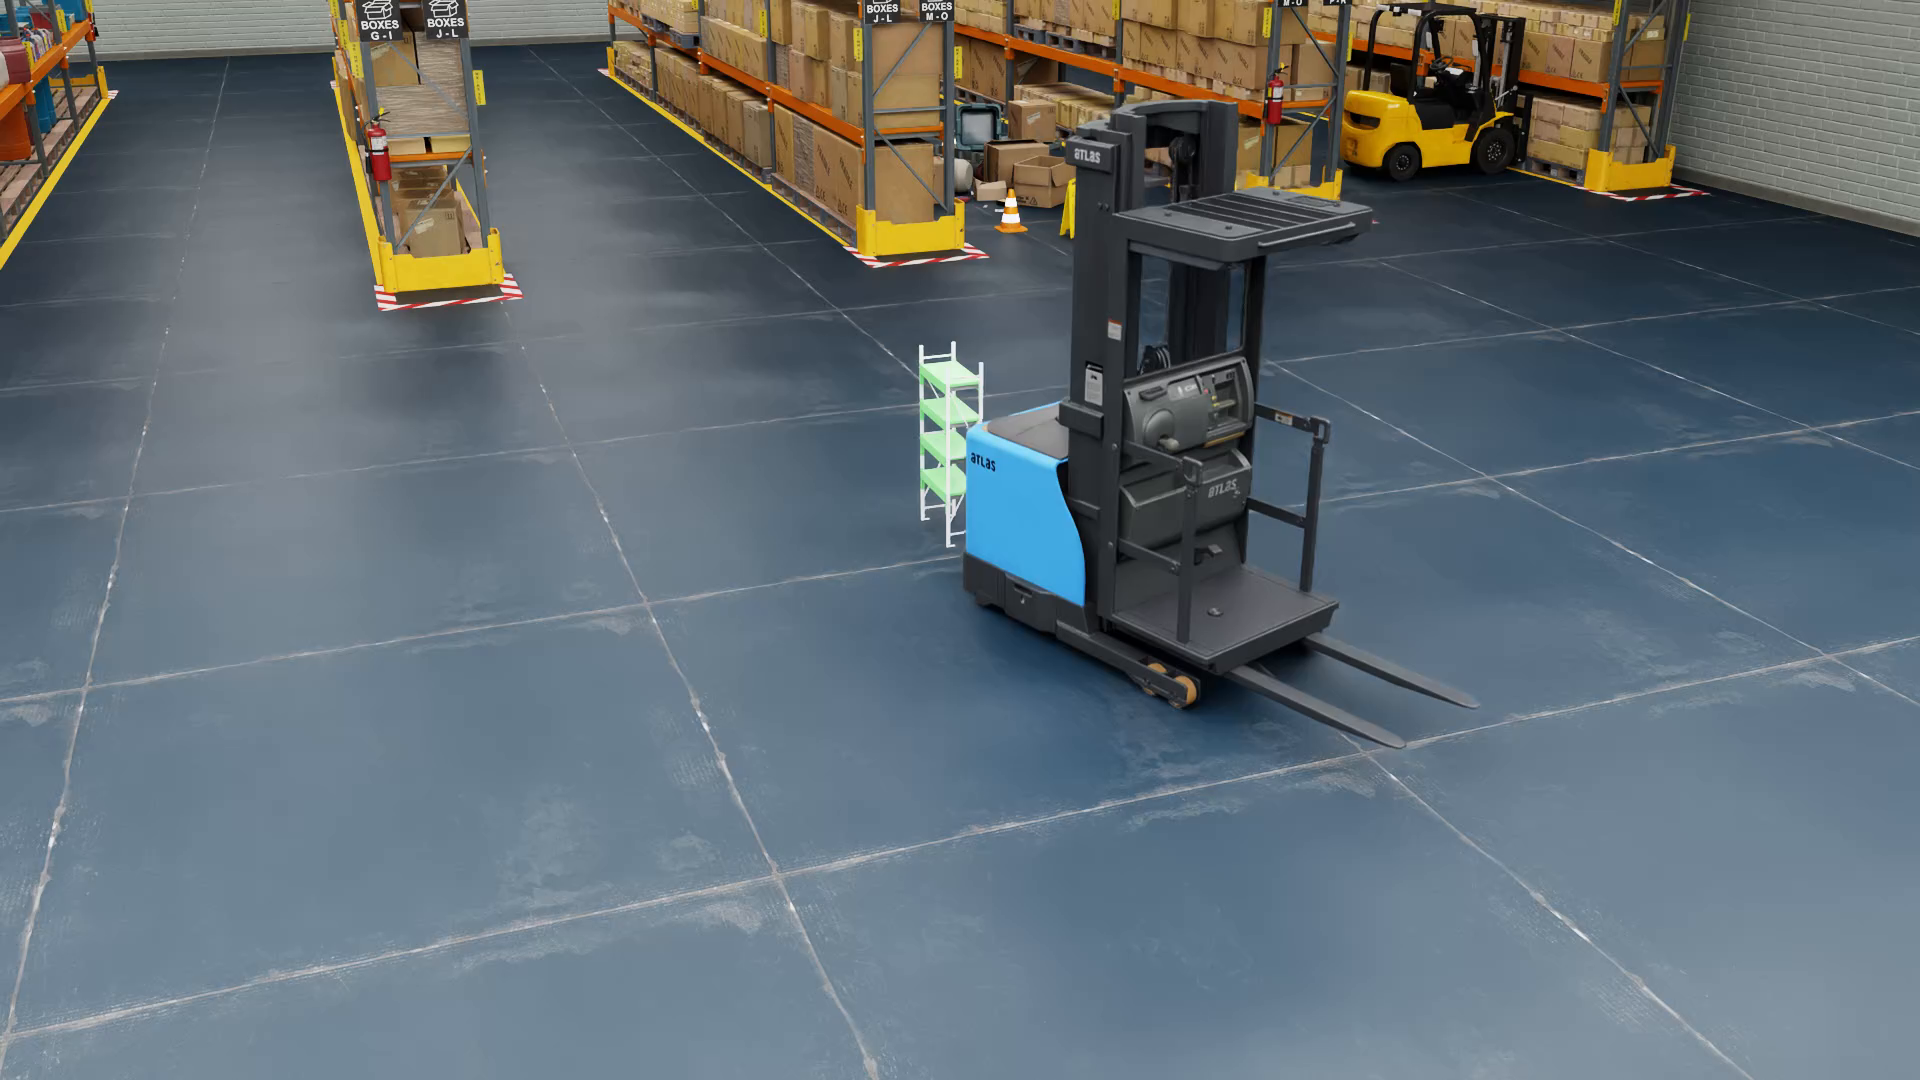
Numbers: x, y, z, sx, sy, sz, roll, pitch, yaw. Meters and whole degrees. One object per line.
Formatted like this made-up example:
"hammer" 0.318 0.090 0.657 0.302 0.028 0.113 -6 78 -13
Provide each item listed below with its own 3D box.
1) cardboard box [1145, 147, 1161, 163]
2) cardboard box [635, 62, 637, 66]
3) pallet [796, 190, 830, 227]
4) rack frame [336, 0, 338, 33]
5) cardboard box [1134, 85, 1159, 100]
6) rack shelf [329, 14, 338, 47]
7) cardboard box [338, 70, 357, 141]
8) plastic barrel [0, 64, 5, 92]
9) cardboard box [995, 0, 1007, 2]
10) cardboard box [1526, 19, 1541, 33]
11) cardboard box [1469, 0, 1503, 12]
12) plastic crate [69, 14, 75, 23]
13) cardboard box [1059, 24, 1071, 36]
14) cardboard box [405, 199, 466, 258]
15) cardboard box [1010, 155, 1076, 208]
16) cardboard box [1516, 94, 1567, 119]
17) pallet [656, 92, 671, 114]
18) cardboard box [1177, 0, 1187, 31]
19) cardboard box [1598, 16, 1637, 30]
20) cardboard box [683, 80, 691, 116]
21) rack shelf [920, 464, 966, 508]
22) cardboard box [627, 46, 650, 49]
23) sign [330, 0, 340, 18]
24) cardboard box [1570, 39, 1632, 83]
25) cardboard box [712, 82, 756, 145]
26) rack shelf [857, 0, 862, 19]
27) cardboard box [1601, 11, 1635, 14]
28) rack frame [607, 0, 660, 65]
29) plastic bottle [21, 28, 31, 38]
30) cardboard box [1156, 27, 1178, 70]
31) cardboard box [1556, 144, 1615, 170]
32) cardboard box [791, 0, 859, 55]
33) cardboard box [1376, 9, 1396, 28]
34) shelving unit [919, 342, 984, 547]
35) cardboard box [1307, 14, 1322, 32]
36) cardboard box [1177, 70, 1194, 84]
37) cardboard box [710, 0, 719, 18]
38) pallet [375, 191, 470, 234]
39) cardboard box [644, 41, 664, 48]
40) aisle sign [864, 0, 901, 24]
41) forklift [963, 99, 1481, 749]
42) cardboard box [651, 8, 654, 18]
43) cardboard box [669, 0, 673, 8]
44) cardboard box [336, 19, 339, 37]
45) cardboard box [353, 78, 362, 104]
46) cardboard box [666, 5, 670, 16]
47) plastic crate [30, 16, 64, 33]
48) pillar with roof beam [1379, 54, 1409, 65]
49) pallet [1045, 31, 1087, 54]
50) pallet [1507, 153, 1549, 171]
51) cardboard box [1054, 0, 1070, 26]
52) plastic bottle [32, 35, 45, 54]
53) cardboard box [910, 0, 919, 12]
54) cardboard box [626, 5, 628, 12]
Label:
"cardboard box" 2.789 -5.255 22.354 0.500 0.250 0.500 -7 24 -16
"cardboard box" -5.736 -8.739 30.369 0.380 0.149 0.250 -7 24 -16
"pallet" -1.331 -4.040 20.064 1.003 0.211 1.213 -8 24 -19
"rack frame" -9.463 -8.319 26.626 1.000 3.000 0.127 -8 24 -19
"cardboard box" 2.578 -6.038 22.412 0.380 0.149 0.250 -8 24 -18
"rack shelf" -10.170 -8.714 28.490 1.077 0.370 4.000 -8 24 -19
"cardboard box" -8.274 -6.334 24.110 1.225 0.875 0.875 -10 25 -21
"plastic barrel" -11.972 -5.740 20.363 0.421 0.512 0.421 0 23 0
"cardboard box" 0.794 -8.884 26.550 0.500 0.500 0.500 -9 24 -20
"cardboard box" 7.829 -6.896 22.286 0.380 0.149 0.250 -8 24 -19
"cardboard box" 7.382 -7.498 23.331 0.380 0.149 0.250 -8 24 -18
"plastic crate" -15.052 -8.728 27.857 0.396 0.136 0.243 -8 24 -19
"cardboard box" 1.687 -7.566 24.621 0.380 0.149 0.250 -8 24 -17
"cardboard box" -5.429 -3.230 17.228 0.500 0.500 0.500 -4 23 -9
"cardboard box" 1.058 -4.459 20.682 0.637 0.503 0.797 12 26 27
"cardboard box" 7.861 -5.879 22.550 0.500 0.250 0.500 -8 24 -18
"pallet" -4.511 -7.395 28.024 1.003 0.211 1.213 -8 24 -19
"cardboard box" 3.168 -6.675 20.925 0.700 0.500 0.500 -9 24 -19
"cardboard box" 8.366 -6.584 21.163 0.380 0.149 0.250 -8 24 -19
"cardboard box" -4.031 -6.944 26.040 0.500 0.500 0.500 -7 24 -17
"rack shelf" -0.058 -0.333 10.778 0.258 0.148 0.480 -8 24 -19
"cardboard box" -5.900 -8.960 30.509 0.380 0.149 0.250 -7 24 -17
"sign" -8.568 -7.322 22.769 0.100 0.325 0.005 -8 24 -19
"cardboard box" 8.270 -6.190 21.445 0.500 0.500 0.500 -9 24 -20
"cardboard box" -2.931 -6.116 23.753 1.050 0.750 0.750 -8 24 -18
"rack shelf" -1.255 -6.380 19.090 1.077 0.370 4.000 -8 24 -19
"cardboard box" 8.603 -6.828 21.741 0.380 0.149 0.250 -8 24 -18
"rack frame" -6.200 -10.416 31.601 1.000 3.000 0.127 -8 24 -19
"plastic bottle" -13.536 -7.241 24.131 0.144 0.351 0.185 -8 24 -19
"cardboard box" 2.893 -6.394 21.546 0.500 0.500 0.500 -9 24 -19
"cardboard box" 8.228 -5.055 21.880 0.500 0.250 0.500 -8 24 -19
"cardboard box" -1.498 -6.085 19.742 0.875 0.550 0.550 -8 24 -19
"cardboard box" 6.675 -7.945 25.287 0.500 0.250 0.500 -9 24 -20
"shelving unit" -0.058 -0.613 10.660 0.258 1.200 0.503 -8 24 -19
"cardboard box" 5.964 -8.460 27.154 0.500 0.250 0.500 -9 24 -20
"cardboard box" 3.003 -5.944 21.314 0.380 0.149 0.250 -8 24 -19
"cardboard box" -3.225 -7.852 24.101 0.700 0.500 0.500 -8 24 -19
"pallet" -6.367 -3.888 19.703 1.003 0.211 1.213 -8 24 -19
"cardboard box" -5.741 -9.313 31.349 0.380 0.149 0.250 -8 24 -18
"aisle sign" -0.804 -5.734 17.145 0.394 0.787 0.004 -8 24 -19
"forklift" 1.352 -0.694 8.624 1.130 2.935 3.031 -18 29 -36
"cardboard box" -4.803 -8.552 26.960 0.380 0.149 0.250 -8 24 -18
"cardboard box" -4.253 -8.260 25.502 0.380 0.149 0.250 -8 24 -17
"cardboard box" -9.535 -8.164 26.128 0.500 0.500 0.500 -8 24 -19
"cardboard box" -6.392 -5.237 18.801 0.875 0.500 0.500 -8 24 -19
"cardboard box" -4.340 -8.215 25.779 0.380 0.149 0.250 -9 24 -19
"plastic crate" -14.464 -8.193 26.401 0.437 0.282 0.530 -8 24 -19
"pillar with roof beam" 3.140 -10.732 24.625 9.100 9.000 0.400 -8 24 -19
"pallet" 1.959 -7.423 24.747 1.003 0.211 1.213 -8 24 -19
"pallet" 7.953 -5.431 23.363 1.003 0.211 1.213 -8 24 -19
"cardboard box" 1.717 -7.844 24.445 0.500 0.500 0.500 -9 25 -21
"plastic bottle" -13.348 -7.168 24.053 0.152 0.276 0.135 -8 24 -19
"cardboard box" -0.595 -9.858 30.149 0.500 0.500 0.500 -8 24 -19
"cardboard box" -5.794 -9.578 29.936 0.380 0.149 0.250 -7 24 -17
